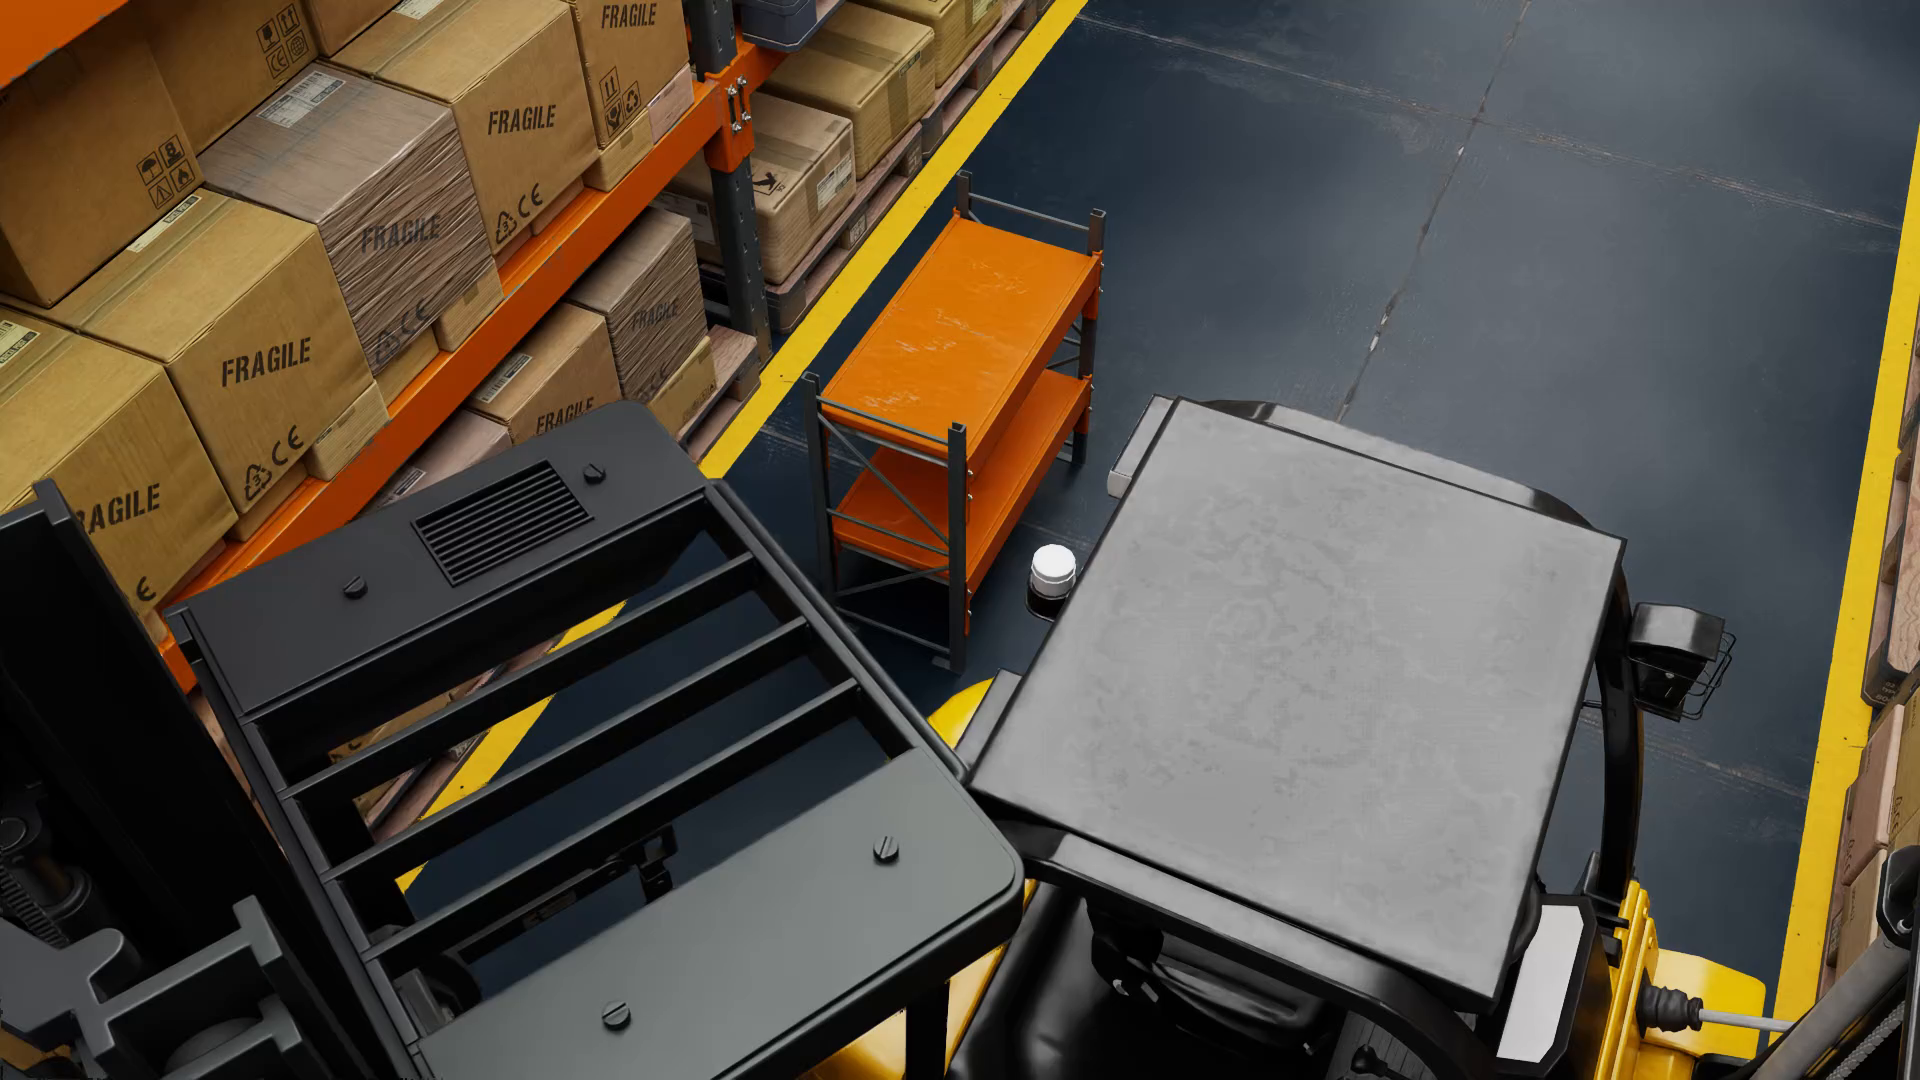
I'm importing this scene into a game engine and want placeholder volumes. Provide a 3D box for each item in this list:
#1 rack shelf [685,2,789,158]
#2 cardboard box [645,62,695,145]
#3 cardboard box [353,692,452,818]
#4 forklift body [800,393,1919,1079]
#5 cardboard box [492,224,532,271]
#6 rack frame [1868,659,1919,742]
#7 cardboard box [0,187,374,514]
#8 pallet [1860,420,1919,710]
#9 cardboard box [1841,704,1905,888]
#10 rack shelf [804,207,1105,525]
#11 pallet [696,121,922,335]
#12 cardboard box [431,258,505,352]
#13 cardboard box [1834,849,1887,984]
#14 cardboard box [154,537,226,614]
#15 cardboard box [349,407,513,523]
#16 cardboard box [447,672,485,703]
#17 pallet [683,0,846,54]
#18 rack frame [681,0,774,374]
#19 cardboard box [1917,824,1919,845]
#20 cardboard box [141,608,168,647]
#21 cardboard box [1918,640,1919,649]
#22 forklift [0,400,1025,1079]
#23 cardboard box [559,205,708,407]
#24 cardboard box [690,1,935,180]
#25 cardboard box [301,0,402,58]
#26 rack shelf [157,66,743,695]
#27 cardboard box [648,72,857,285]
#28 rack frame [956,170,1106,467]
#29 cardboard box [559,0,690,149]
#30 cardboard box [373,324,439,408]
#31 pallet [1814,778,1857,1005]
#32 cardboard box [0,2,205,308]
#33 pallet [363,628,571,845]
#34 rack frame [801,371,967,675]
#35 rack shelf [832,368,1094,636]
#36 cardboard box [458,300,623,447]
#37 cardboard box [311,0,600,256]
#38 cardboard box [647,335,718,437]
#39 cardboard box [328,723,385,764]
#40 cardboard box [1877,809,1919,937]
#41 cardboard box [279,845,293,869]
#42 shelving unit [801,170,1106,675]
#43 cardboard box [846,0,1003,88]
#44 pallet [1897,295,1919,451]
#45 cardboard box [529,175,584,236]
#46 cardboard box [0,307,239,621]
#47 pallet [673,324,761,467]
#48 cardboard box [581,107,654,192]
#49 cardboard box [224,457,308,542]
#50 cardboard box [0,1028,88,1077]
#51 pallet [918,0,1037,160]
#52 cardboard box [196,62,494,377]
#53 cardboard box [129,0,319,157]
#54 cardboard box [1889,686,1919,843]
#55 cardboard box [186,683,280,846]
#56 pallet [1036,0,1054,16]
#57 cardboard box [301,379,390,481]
[{"bbox_3d":[-0.335,-2.939,6.753,1.077,0.370,4.000,20,52,16],"label":"rack shelf"},{"bbox_3d":[-1.051,-1.393,5.130,0.380,0.149,0.250,19,52,16],"label":"cardboard box"},{"bbox_3d":[-1.857,0.520,4.867,0.500,0.250,0.500,23,53,18],"label":"cardboard box"},{"bbox_3d":[0.752,0.948,3.531,2.313,2.155,1.214,20,52,16],"label":"forklift body"},{"bbox_3d":[-1.452,-0.898,4.709,0.380,0.149,0.250,19,52,16],"label":"cardboard box"},{"bbox_3d":[3.300,-0.182,3.935,1.000,3.000,0.127,20,52,16],"label":"rack frame"},{"bbox_3d":[-1.800,-0.467,3.917,0.500,0.500,0.500,19,52,15],"label":"cardboard box"},{"bbox_3d":[3.580,0.201,5.440,1.003,0.211,1.213,20,52,16],"label":"pallet"},{"bbox_3d":[2.794,0.798,4.631,0.500,0.250,0.500,20,53,16],"label":"cardboard box"},{"bbox_3d":[0.003,-0.559,5.103,0.538,0.278,1.000,20,52,16],"label":"rack shelf"},{"bbox_3d":[-0.858,-1.428,6.826,1.003,0.211,1.213,20,52,16],"label":"pallet"},{"bbox_3d":[-1.482,-0.692,4.534,0.380,0.149,0.250,19,52,16],"label":"cardboard box"},{"bbox_3d":[2.591,1.153,4.329,0.500,0.250,0.500,19,52,15],"label":"cardboard box"},{"bbox_3d":[-1.996,-0.011,3.954,0.380,0.149,0.250,21,53,17],"label":"cardboard box"},{"bbox_3d":[-1.632,-0.085,4.890,0.500,0.500,0.500,22,53,18],"label":"cardboard box"},{"bbox_3d":[-1.639,0.174,5.162,0.500,0.250,0.500,21,53,17],"label":"cardboard box"},{"bbox_3d":[-0.731,-2.211,5.788,1.003,0.211,1.213,20,52,16],"label":"pallet"},{"bbox_3d":[-1.189,-1.795,5.307,1.000,3.000,0.127,20,52,16],"label":"rack frame"},{"bbox_3d":[2.582,0.829,3.949,0.500,0.250,0.500,20,52,16],"label":"cardboard box"},{"bbox_3d":[-2.054,0.191,3.783,0.380,0.149,0.250,21,53,17],"label":"cardboard box"},{"bbox_3d":[3.513,0.088,4.989,0.875,0.625,0.625,22,53,18],"label":"cardboard box"},{"bbox_3d":[-0.587,0.962,3.007,3.031,2.935,1.130,-28,55,-22],"label":"forklift"},{"bbox_3d":[-1.200,-0.788,5.488,0.500,0.500,0.500,19,52,16],"label":"cardboard box"},{"bbox_3d":[-0.664,-1.937,6.879,0.950,0.372,0.625,23,53,18],"label":"cardboard box"},{"bbox_3d":[-1.811,-1.670,4.284,0.700,0.500,0.500,20,52,16],"label":"cardboard box"},{"bbox_3d":[-2.044,-0.184,4.410,1.077,0.370,4.000,20,52,16],"label":"rack shelf"},{"bbox_3d":[-0.968,-1.441,6.456,0.950,0.372,0.625,20,53,17],"label":"cardboard box"},{"bbox_3d":[0.220,-0.719,5.623,0.500,1.125,0.032,20,52,16],"label":"rack frame"},{"bbox_3d":[-1.154,-1.536,4.827,0.500,0.500,0.500,19,52,15],"label":"cardboard box"},{"bbox_3d":[-1.619,-0.526,4.393,0.380,0.149,0.250,19,52,15],"label":"cardboard box"},{"bbox_3d":[2.922,1.255,4.543,1.003,0.211,1.213,20,52,16],"label":"pallet"},{"bbox_3d":[-2.191,-0.945,3.667,0.700,0.500,0.500,19,52,16],"label":"cardboard box"},{"bbox_3d":[-1.964,0.426,5.249,1.003,0.211,1.213,20,52,16],"label":"pallet"},{"bbox_3d":[-0.214,-0.019,5.028,0.500,1.125,0.032,20,52,16],"label":"rack frame"},{"bbox_3d":[0.003,-0.211,5.512,0.538,0.278,1.000,20,52,16],"label":"rack shelf"},{"bbox_3d":[-1.415,-0.437,5.190,0.500,0.500,0.500,21,53,17],"label":"cardboard box"},{"bbox_3d":[-1.368,-1.180,4.523,0.500,0.500,0.500,21,53,17],"label":"cardboard box"},{"bbox_3d":[-1.199,-0.545,5.774,0.500,0.250,0.500,22,53,18],"label":"cardboard box"},{"bbox_3d":[-1.853,0.286,4.575,0.500,0.500,0.500,21,53,17],"label":"cardboard box"},{"bbox_3d":[2.601,0.991,4.139,0.500,0.250,0.500,20,52,16],"label":"cardboard box"},{"bbox_3d":[-2.079,0.900,4.544,0.500,0.250,0.500,22,53,17],"label":"cardboard box"},{"bbox_3d":[0.003,-0.369,5.326,0.538,1.125,1.048,20,52,16],"label":"shelving unit"},{"bbox_3d":[-0.368,-2.417,7.286,0.950,0.372,0.625,21,53,17],"label":"cardboard box"},{"bbox_3d":[4.099,-0.642,6.157,1.003,0.211,1.213,20,52,16],"label":"pallet"},{"bbox_3d":[-1.333,-1.064,4.851,0.380,0.149,0.250,20,52,16],"label":"cardboard box"},{"bbox_3d":[-2.010,-0.114,3.616,0.500,0.500,0.500,19,52,15],"label":"cardboard box"},{"bbox_3d":[-1.444,-0.417,5.966,1.003,0.211,1.213,20,52,16],"label":"pallet"},{"bbox_3d":[-1.151,-1.219,4.982,0.380,0.149,0.250,21,53,17],"label":"cardboard box"},{"bbox_3d":[-1.856,-0.182,4.101,0.380,0.149,0.250,19,52,15],"label":"cardboard box"},{"bbox_3d":[-2.294,0.990,3.976,0.500,0.500,0.500,18,52,15],"label":"cardboard box"},{"bbox_3d":[-0.338,-2.271,7.543,1.003,0.211,1.213,20,52,16],"label":"pallet"},{"bbox_3d":[-1.586,-0.821,4.218,0.500,0.500,0.500,21,53,17],"label":"cardboard box"},{"bbox_3d":[-2.050,-1.333,3.998,0.700,0.500,0.500,19,52,15],"label":"cardboard box"},{"bbox_3d":[2.814,0.644,4.434,0.500,0.250,0.500,20,52,16],"label":"cardboard box"},{"bbox_3d":[-2.075,0.628,4.283,0.500,0.500,0.500,18,52,15],"label":"cardboard box"},{"bbox_3d":[0.184,-3.108,8.256,1.003,0.211,1.213,20,52,16],"label":"pallet"},{"bbox_3d":[-1.696,-0.337,4.232,0.380,0.149,0.250,20,53,16],"label":"cardboard box"}]
